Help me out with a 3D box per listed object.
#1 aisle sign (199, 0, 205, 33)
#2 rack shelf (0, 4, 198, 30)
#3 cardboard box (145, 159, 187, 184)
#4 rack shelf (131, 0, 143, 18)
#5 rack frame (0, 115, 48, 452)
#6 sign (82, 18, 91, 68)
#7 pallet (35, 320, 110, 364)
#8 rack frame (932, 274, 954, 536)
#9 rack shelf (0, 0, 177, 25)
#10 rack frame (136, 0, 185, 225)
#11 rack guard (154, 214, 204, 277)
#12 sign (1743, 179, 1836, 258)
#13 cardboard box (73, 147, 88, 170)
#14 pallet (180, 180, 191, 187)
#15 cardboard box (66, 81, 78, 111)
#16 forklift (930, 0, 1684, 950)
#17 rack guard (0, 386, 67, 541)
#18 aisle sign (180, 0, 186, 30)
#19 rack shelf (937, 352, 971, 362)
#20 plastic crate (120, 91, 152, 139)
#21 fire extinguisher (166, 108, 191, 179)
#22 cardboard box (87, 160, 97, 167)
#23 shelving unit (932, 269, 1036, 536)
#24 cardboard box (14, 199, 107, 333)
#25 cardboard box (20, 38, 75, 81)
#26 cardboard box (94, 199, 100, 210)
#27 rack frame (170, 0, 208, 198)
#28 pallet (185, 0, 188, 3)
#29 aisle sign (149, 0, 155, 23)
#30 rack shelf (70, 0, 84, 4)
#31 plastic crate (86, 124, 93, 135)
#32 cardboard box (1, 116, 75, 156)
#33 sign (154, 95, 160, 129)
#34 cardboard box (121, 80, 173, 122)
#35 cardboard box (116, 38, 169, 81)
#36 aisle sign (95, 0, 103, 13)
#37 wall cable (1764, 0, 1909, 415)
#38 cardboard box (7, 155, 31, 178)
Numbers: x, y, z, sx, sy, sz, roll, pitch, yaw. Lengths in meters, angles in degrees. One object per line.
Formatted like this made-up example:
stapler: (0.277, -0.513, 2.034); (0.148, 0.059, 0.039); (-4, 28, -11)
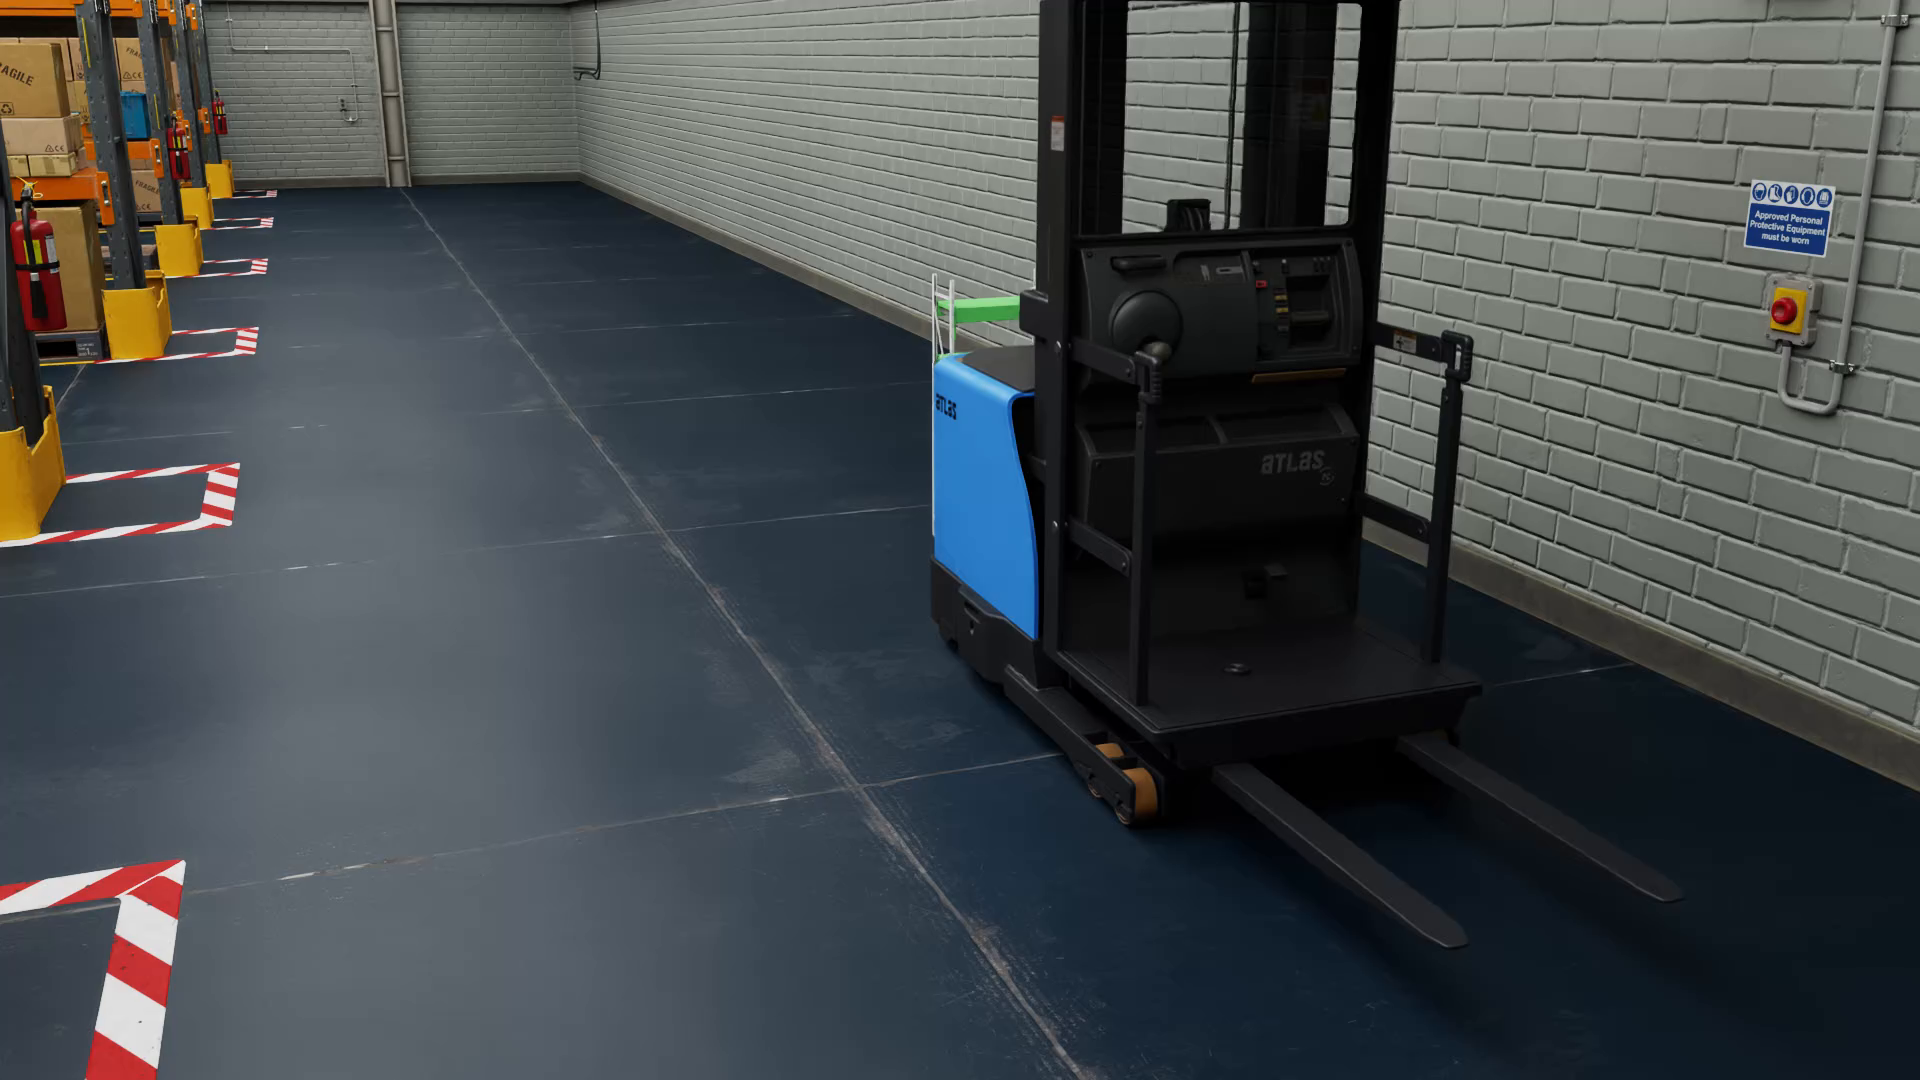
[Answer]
aisle sign: (-11.357, -7.993, 24.878); (0.004, 0.787, 0.394); (-6, 17, -20)
rack shelf: (-13.399, -7.709, 24.480); (4.000, 0.370, 1.077); (-6, 17, -20)
cardboard box: (-12.150, -5.722, 25.451); (0.500, 0.500, 0.700); (-6, 17, -20)
rack shelf: (-9.854, -5.103, 15.604); (4.000, 0.370, 1.077); (-6, 17, -20)
rack frame: (-4.534, -1.592, 7.696); (0.127, 3.000, 1.000); (-6, 17, -20)
sign: (-6.033, -3.432, 11.487); (0.005, 0.325, 0.100); (-6, 17, -20)
pallet: (-6.933, -1.468, 12.223); (1.213, 0.211, 1.003); (-6, 17, -20)
rack frame: (-0.073, -0.568, 7.402); (0.015, 1.200, 0.240); (-6, 17, -20)
rack shelf: (-11.623, -6.406, 20.043); (4.000, 0.370, 1.077); (-6, 17, -20)
rack frame: (-7.987, -4.210, 16.612); (0.127, 3.000, 1.000); (-6, 17, -20)
rack guard: (-7.969, -3.017, 16.984); (0.348, 0.500, 1.175); (-6, 17, -20)
sign: (2.628, -1.023, 5.278); (0.001, 0.218, 0.327); (-6, 17, -20)
cardboard box: (-6.664, -2.838, 12.383); (0.250, 0.149, 0.380); (-6, 17, -19)
pallet: (-12.250, -5.378, 25.537); (1.213, 0.211, 1.003); (-6, 17, -20)
cardboard box: (-11.028, -5.343, 20.292); (0.500, 0.500, 0.500); (-6, 17, -20)
forklift: (0.876, -0.715, 4.830); (1.130, 2.935, 3.031); (-6, 17, -19)
rack guard: (-4.605, -0.385, 8.022); (0.348, 0.500, 1.175); (-6, 17, -20)
aisle sign: (-9.582, -6.688, 20.434); (0.004, 0.787, 0.394); (-6, 17, -20)
rack shelf: (0.155, -0.761, 7.436); (0.480, 0.148, 0.258); (-6, 17, -20)
plastic crate: (-8.233, -4.173, 16.316); (0.499, 0.435, 0.616); (-6, 17, -20)
fire extinguisher: (-7.683, -3.890, 16.320); (0.183, 0.674, 0.296); (-6, 17, -20)
cardboard box: (-13.086, -5.621, 25.106); (0.500, 0.500, 0.700); (-7, 18, -22)
shelving unit: (0.155, -0.592, 7.486); (0.503, 1.200, 0.258); (-6, 17, -20)
cardboard box: (-6.783, -2.004, 12.123); (0.875, 0.875, 0.875); (-6, 17, -20)
cardboard box: (-11.027, -5.820, 20.141); (0.500, 0.500, 0.500); (-6, 17, -19)
cardboard box: (-10.832, -4.375, 21.272); (0.500, 0.250, 0.500); (-6, 17, -20)
rack frame: (-9.756, -5.514, 21.051); (0.127, 3.000, 1.000); (-6, 17, -20)
pallet: (-12.221, -8.136, 24.814); (1.213, 0.211, 1.003); (-6, 17, -20)
aisle sign: (-7.815, -5.388, 16.008); (0.004, 0.787, 0.394); (-6, 17, -20)
rack shelf: (-8.082, -3.800, 11.166); (4.000, 0.370, 1.077); (-6, 17, -20)
plastic crate: (-8.664, -4.164, 16.815); (0.298, 0.136, 0.250); (-6, 17, -20)
cardboard box: (-6.572, -2.859, 11.749); (0.500, 0.250, 0.500); (-6, 18, -21)
sign: (-7.775, -4.145, 16.102); (0.005, 0.325, 0.100); (-6, 17, -20)
cardboard box: (-10.077, -5.445, 20.640); (0.500, 0.500, 0.500); (-6, 17, -18)
cardboard box: (-10.073, -5.924, 20.497); (0.500, 0.500, 0.500); (-6, 18, -21)
aisle sign: (-6.040, -4.083, 11.564); (0.004, 0.787, 0.394); (-6, 17, -20)
wall cable: (2.589, -1.377, 5.105); (0.123, 1.953, 0.585); (-6, 17, -20)
cardboard box: (-6.671, -2.637, 11.702); (0.250, 0.149, 0.380); (-6, 17, -20)
